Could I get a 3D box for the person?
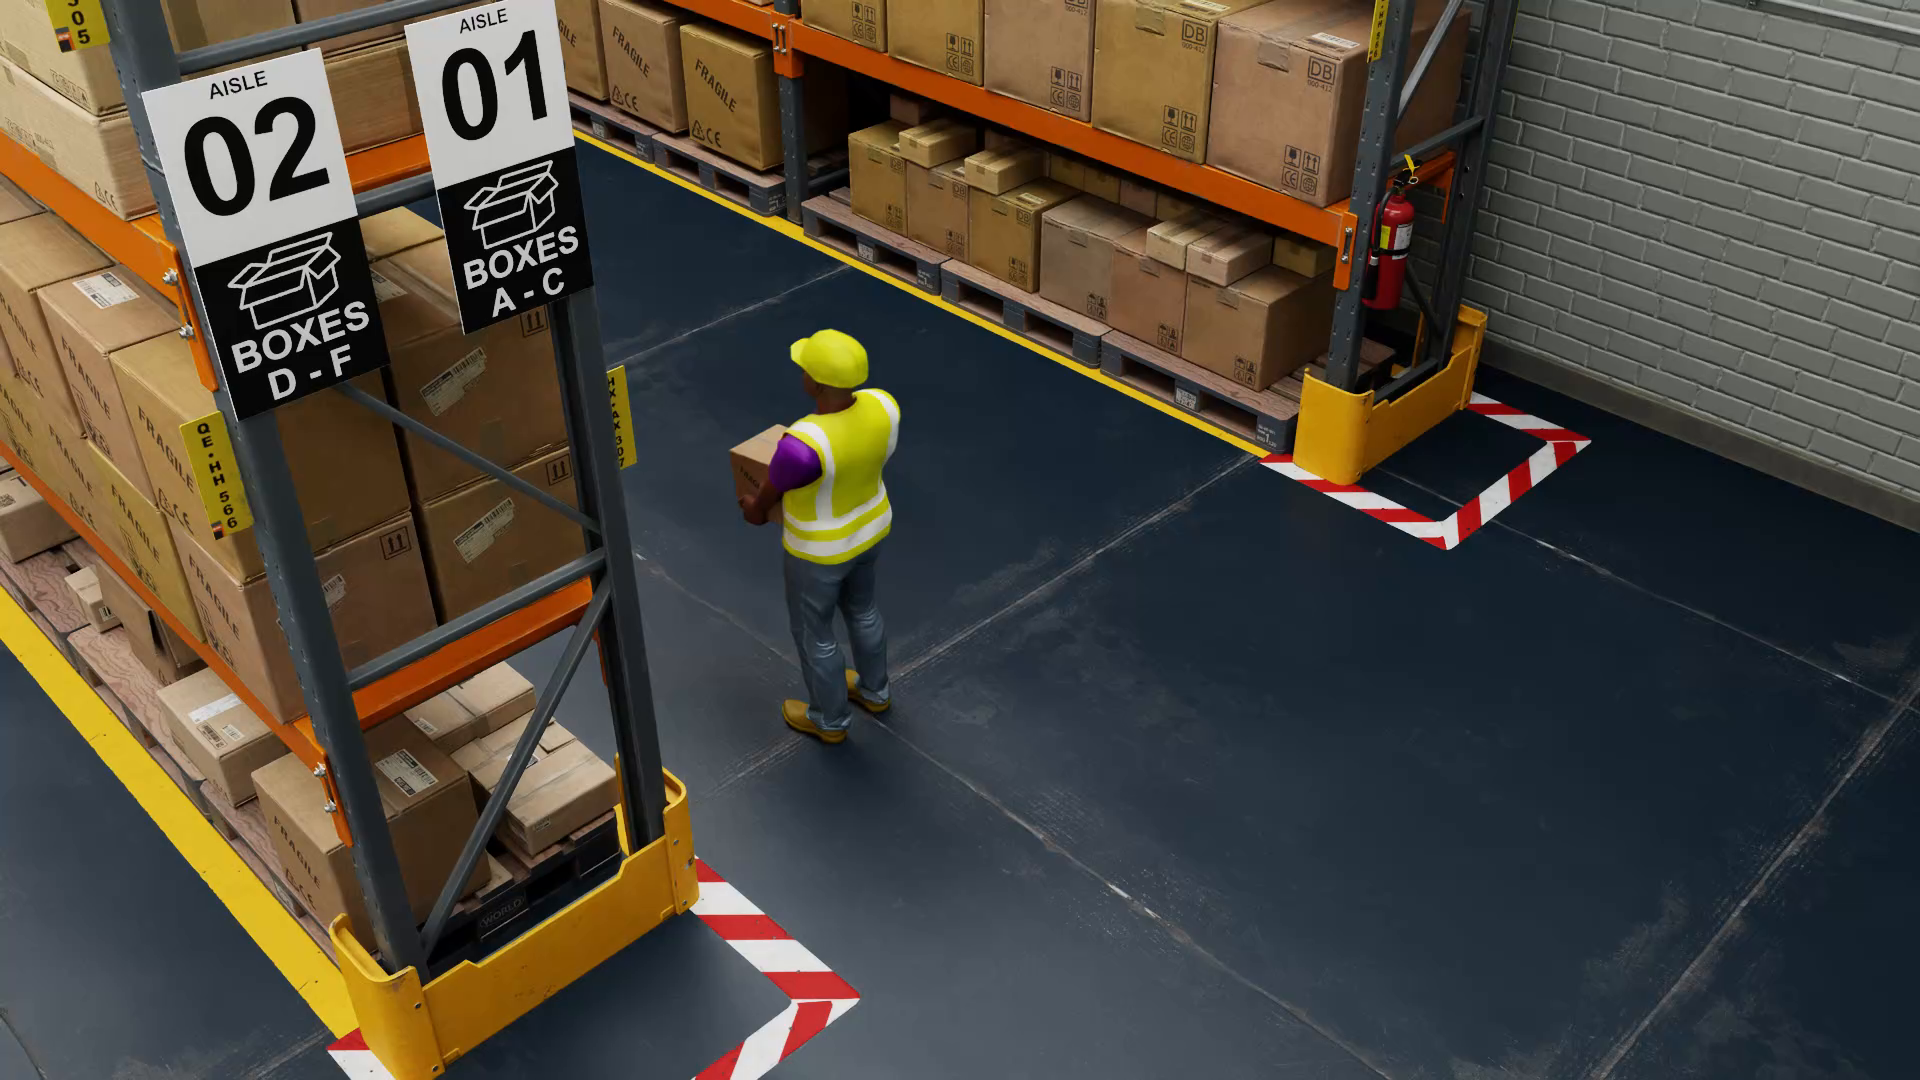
[{"bbox_3d":[-0.539,-0.043,6.191,0.577,1.760,0.503,27,43,32],"label":"person"}]
